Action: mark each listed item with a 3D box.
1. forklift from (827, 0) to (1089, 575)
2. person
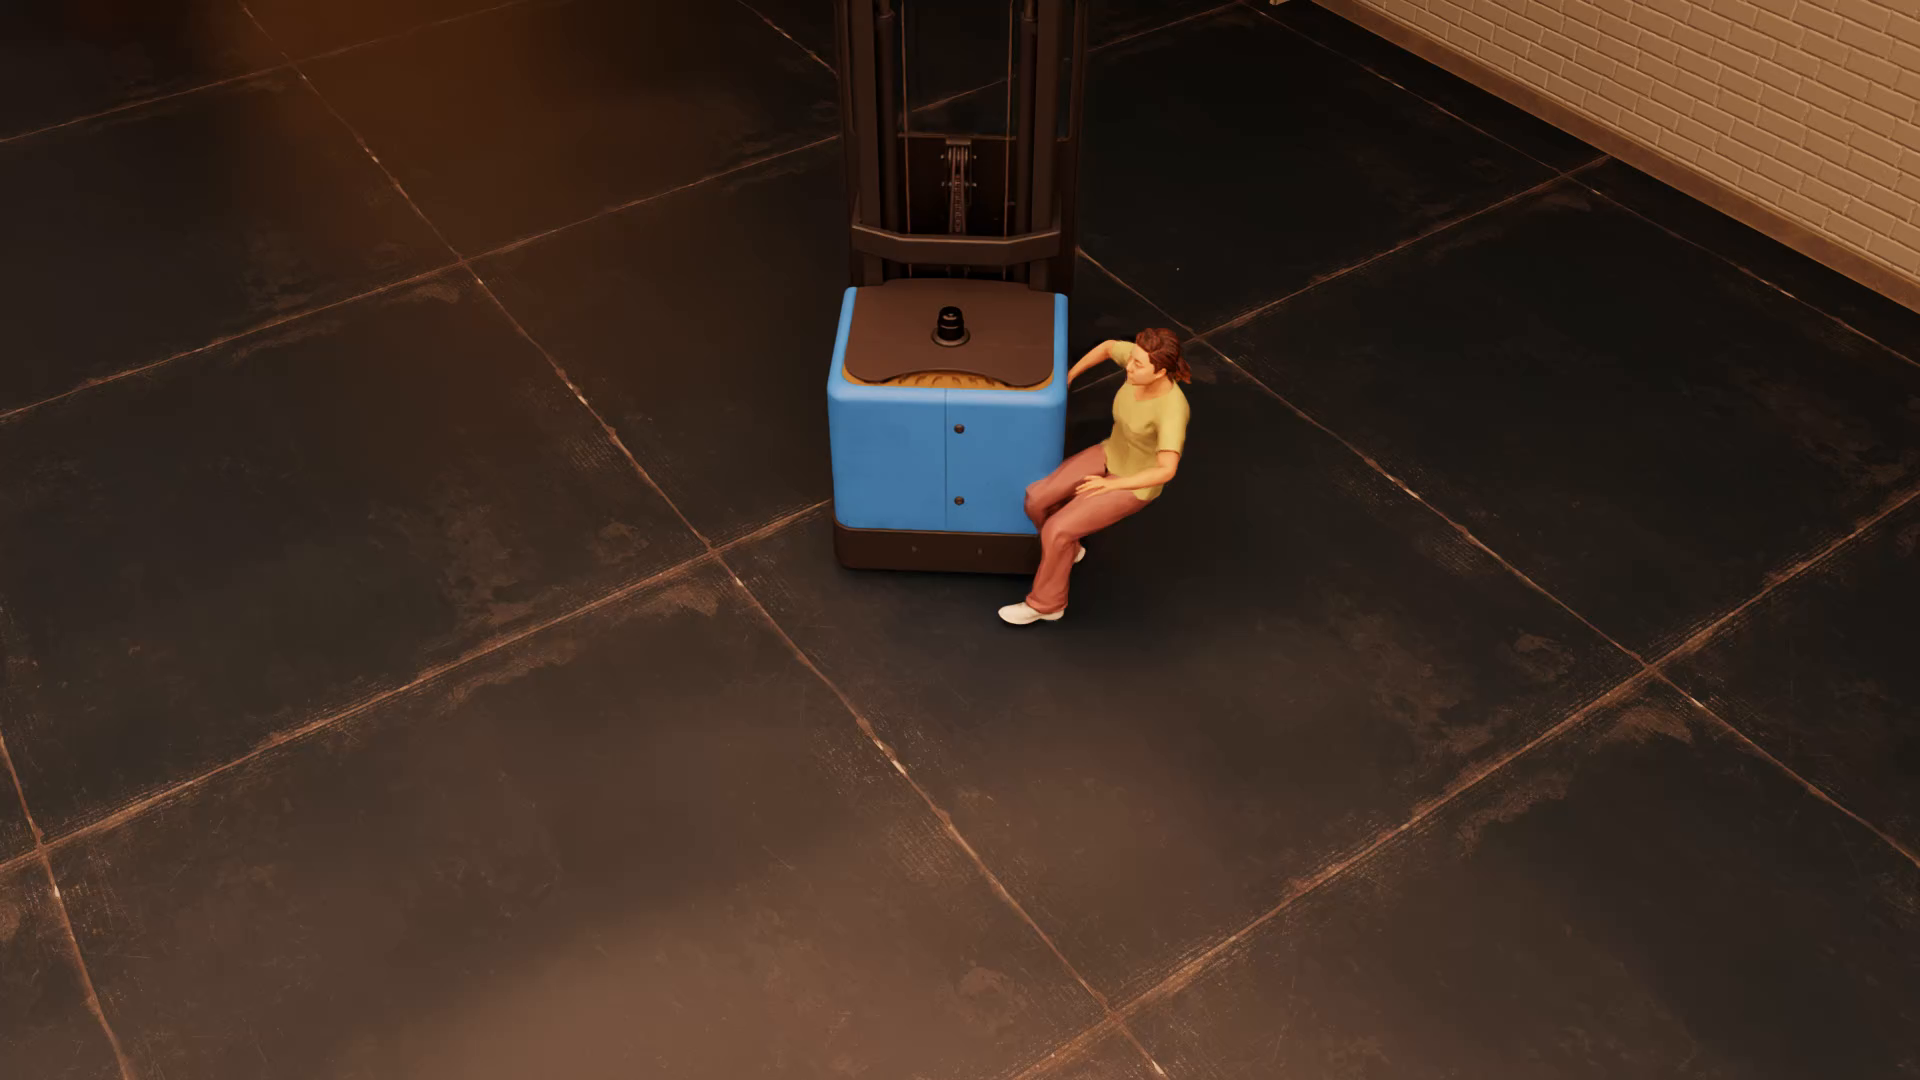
[{"bbox_3d":[0.020,-1.905,7.782,1.130,2.935,3.031,2,43,2],"label":"forklift"},{"bbox_3d":[0.544,-0.281,7.126,0.836,1.428,0.872,-20,46,-20],"label":"person"}]
